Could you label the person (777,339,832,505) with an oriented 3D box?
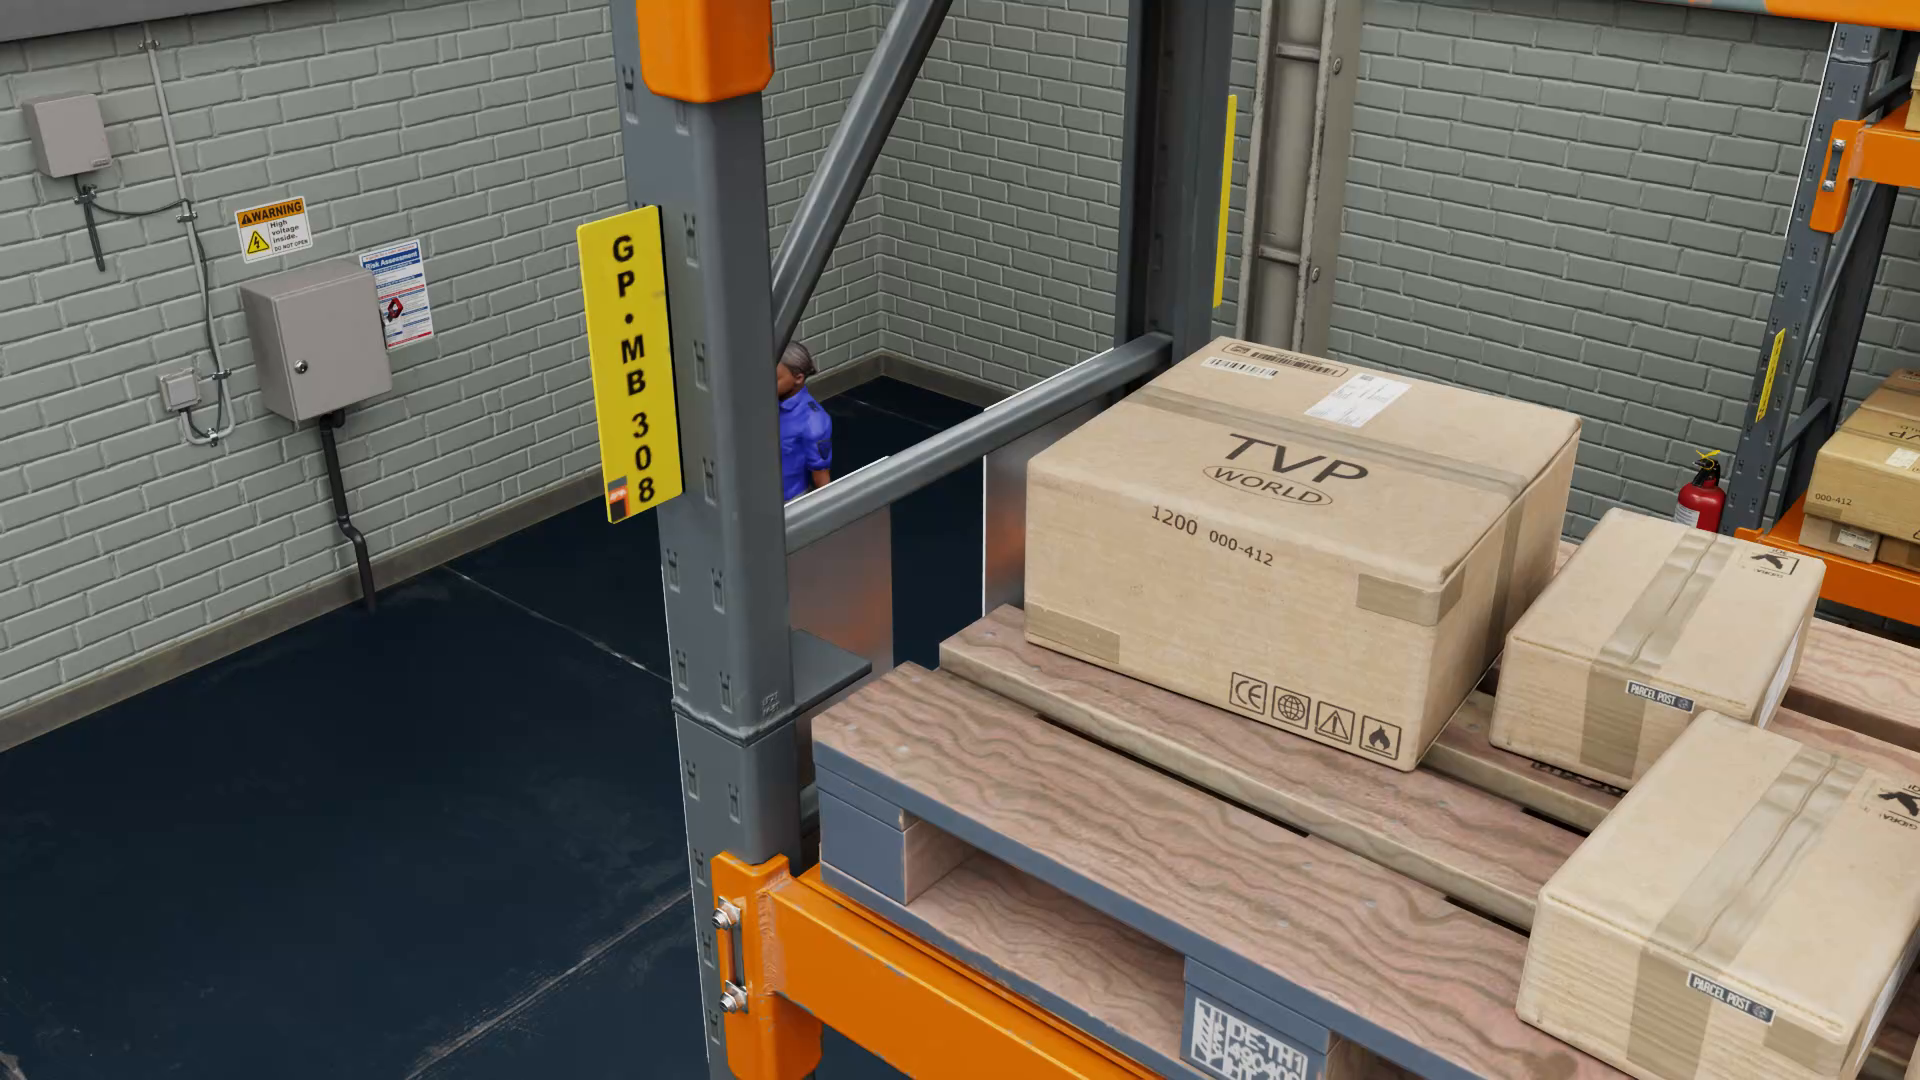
[{"bbox_3d":[-0.728,-0.100,7.303,0.489,1.666,0.475,-20,34,-34],"label":"person"}]
